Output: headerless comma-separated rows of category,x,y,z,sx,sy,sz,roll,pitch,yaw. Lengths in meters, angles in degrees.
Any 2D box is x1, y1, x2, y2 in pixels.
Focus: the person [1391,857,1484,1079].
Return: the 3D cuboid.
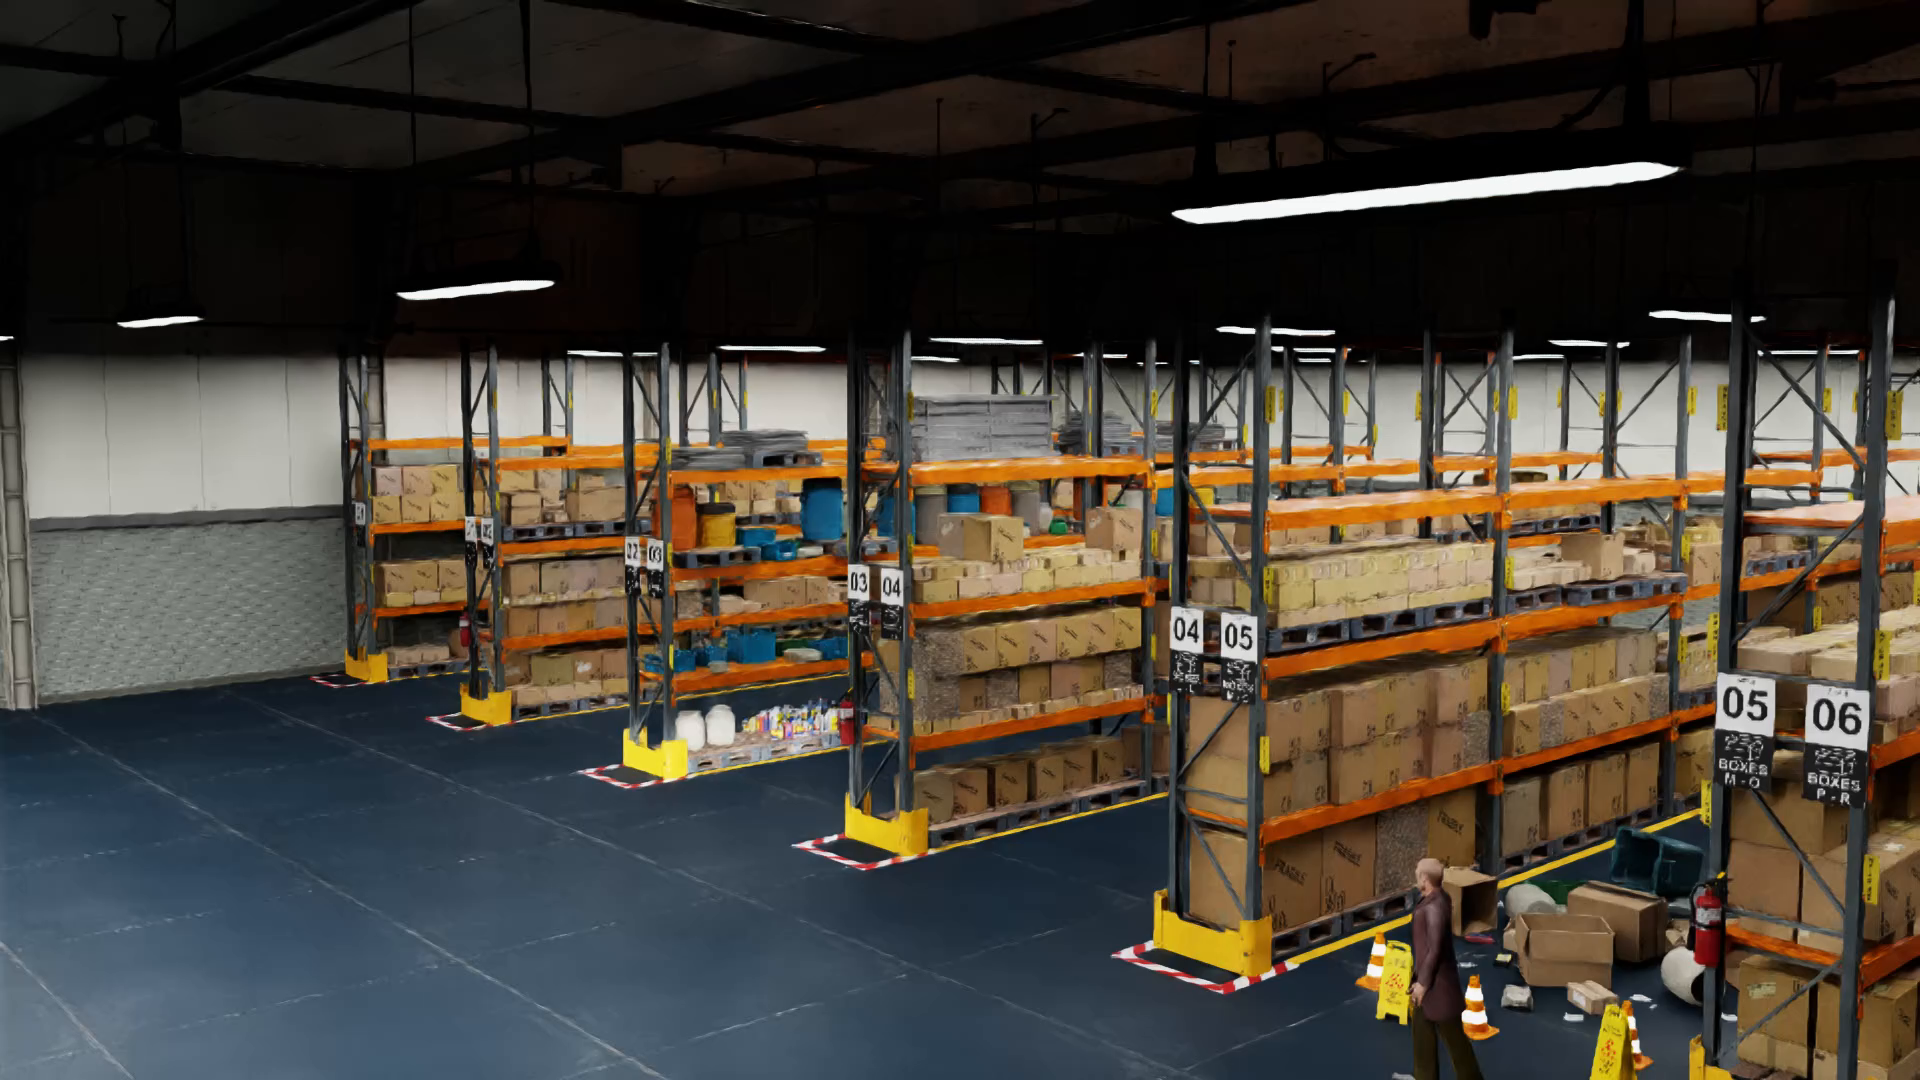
person,3.511,3.203,12.131,0.677,1.771,0.617,1,5,14
